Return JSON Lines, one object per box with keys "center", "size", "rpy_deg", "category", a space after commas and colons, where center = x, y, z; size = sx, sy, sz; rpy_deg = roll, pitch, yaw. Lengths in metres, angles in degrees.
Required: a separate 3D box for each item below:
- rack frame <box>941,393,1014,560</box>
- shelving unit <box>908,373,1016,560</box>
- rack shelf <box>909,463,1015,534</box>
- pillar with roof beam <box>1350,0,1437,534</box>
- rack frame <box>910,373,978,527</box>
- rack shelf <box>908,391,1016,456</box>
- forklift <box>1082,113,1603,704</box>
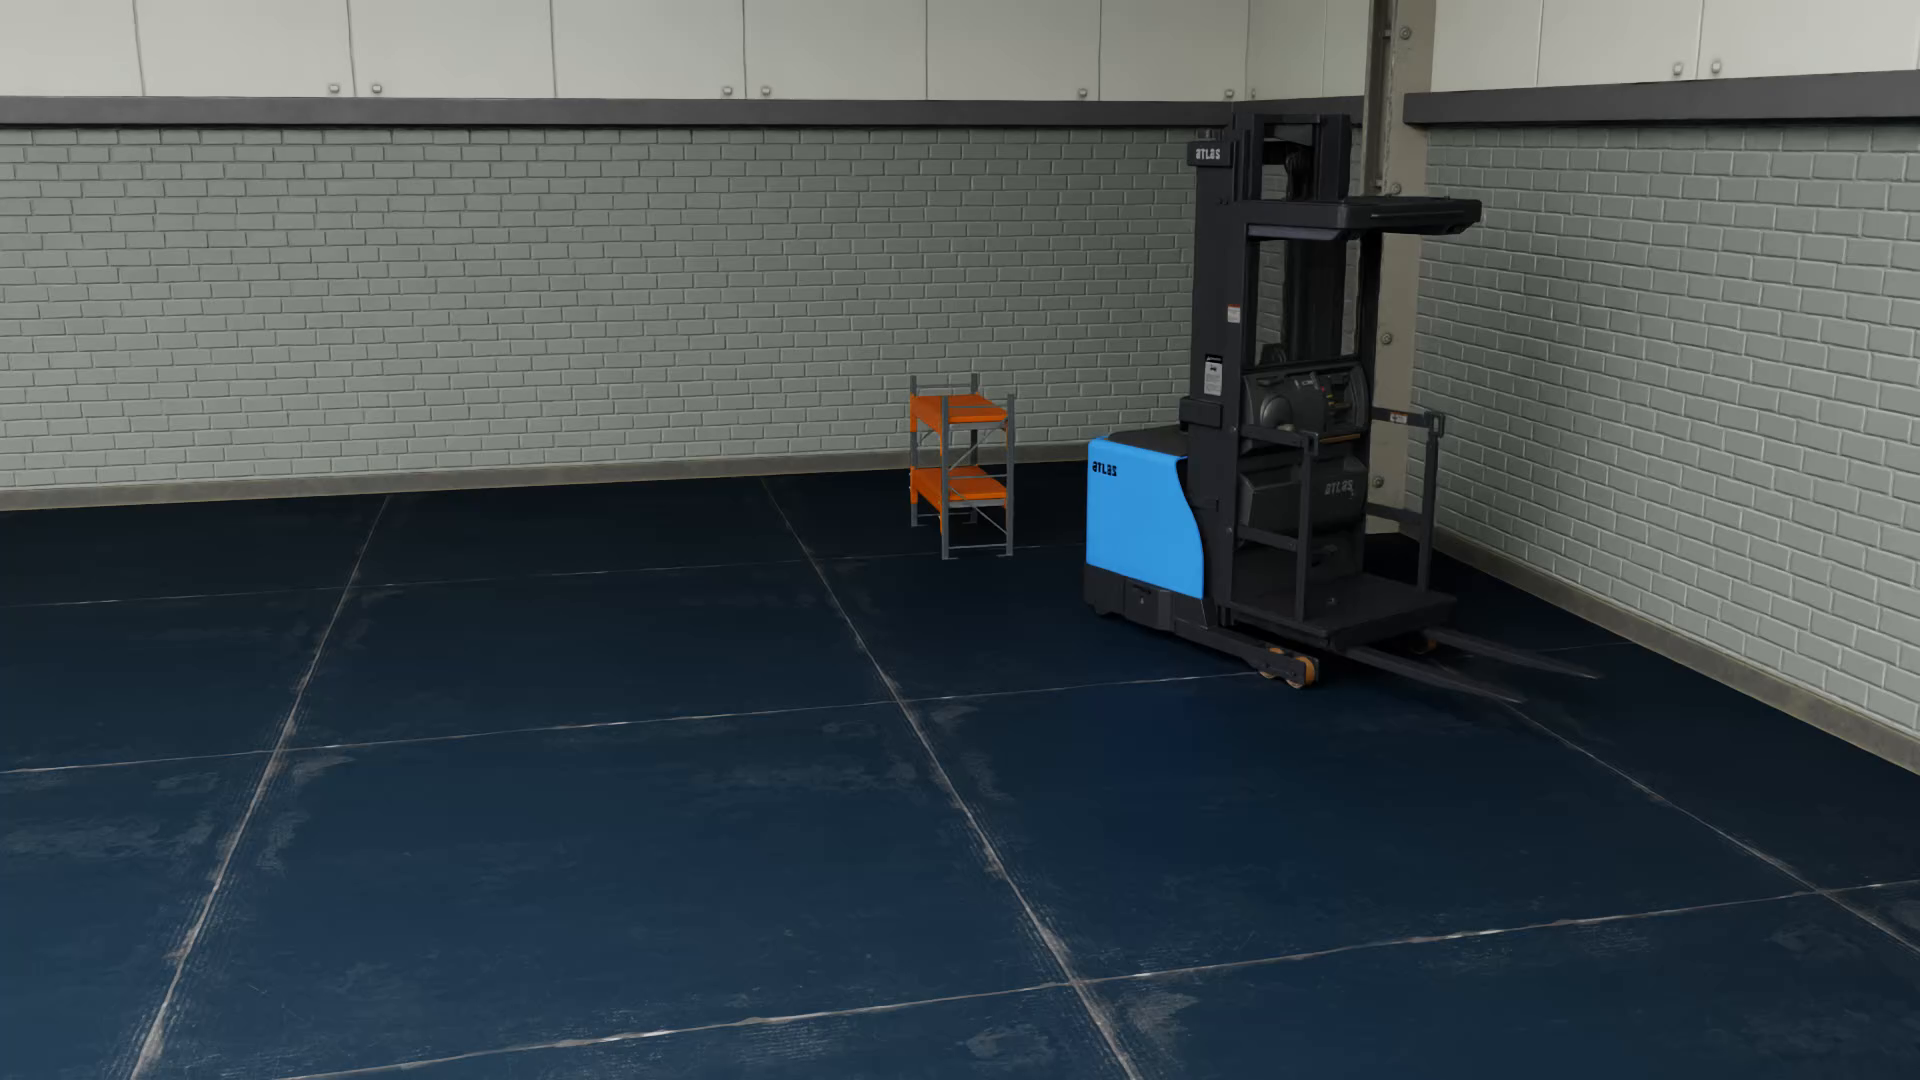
{"center": [0.121, -0.428, 11.307], "size": [0.500, 1.125, 0.032], "rpy_deg": [-3, 14, -13], "category": "rack frame"}
{"center": [0.002, -0.545, 11.787], "size": [0.538, 1.125, 1.048], "rpy_deg": [-3, 14, -13], "category": "shelving unit"}
{"center": [0.002, -0.307, 11.845], "size": [0.538, 0.278, 1.000], "rpy_deg": [-3, 14, -13], "category": "rack shelf"}
{"center": [-1.136, -4.229, 10.274], "size": [9.100, 9.000, 0.400], "rpy_deg": [-3, 14, -13], "category": "pillar with roof beam"}
{"center": [-0.118, -0.662, 12.267], "size": [0.500, 1.125, 0.032], "rpy_deg": [-3, 14, -13], "category": "rack frame"}
{"center": [0.002, -0.829, 11.718], "size": [0.538, 0.278, 1.000], "rpy_deg": [-3, 14, -13], "category": "rack shelf"}
{"center": [2.023, -0.776, 8.928], "size": [1.130, 2.935, 3.031], "rpy_deg": [-10, 17, -35], "category": "forklift"}
